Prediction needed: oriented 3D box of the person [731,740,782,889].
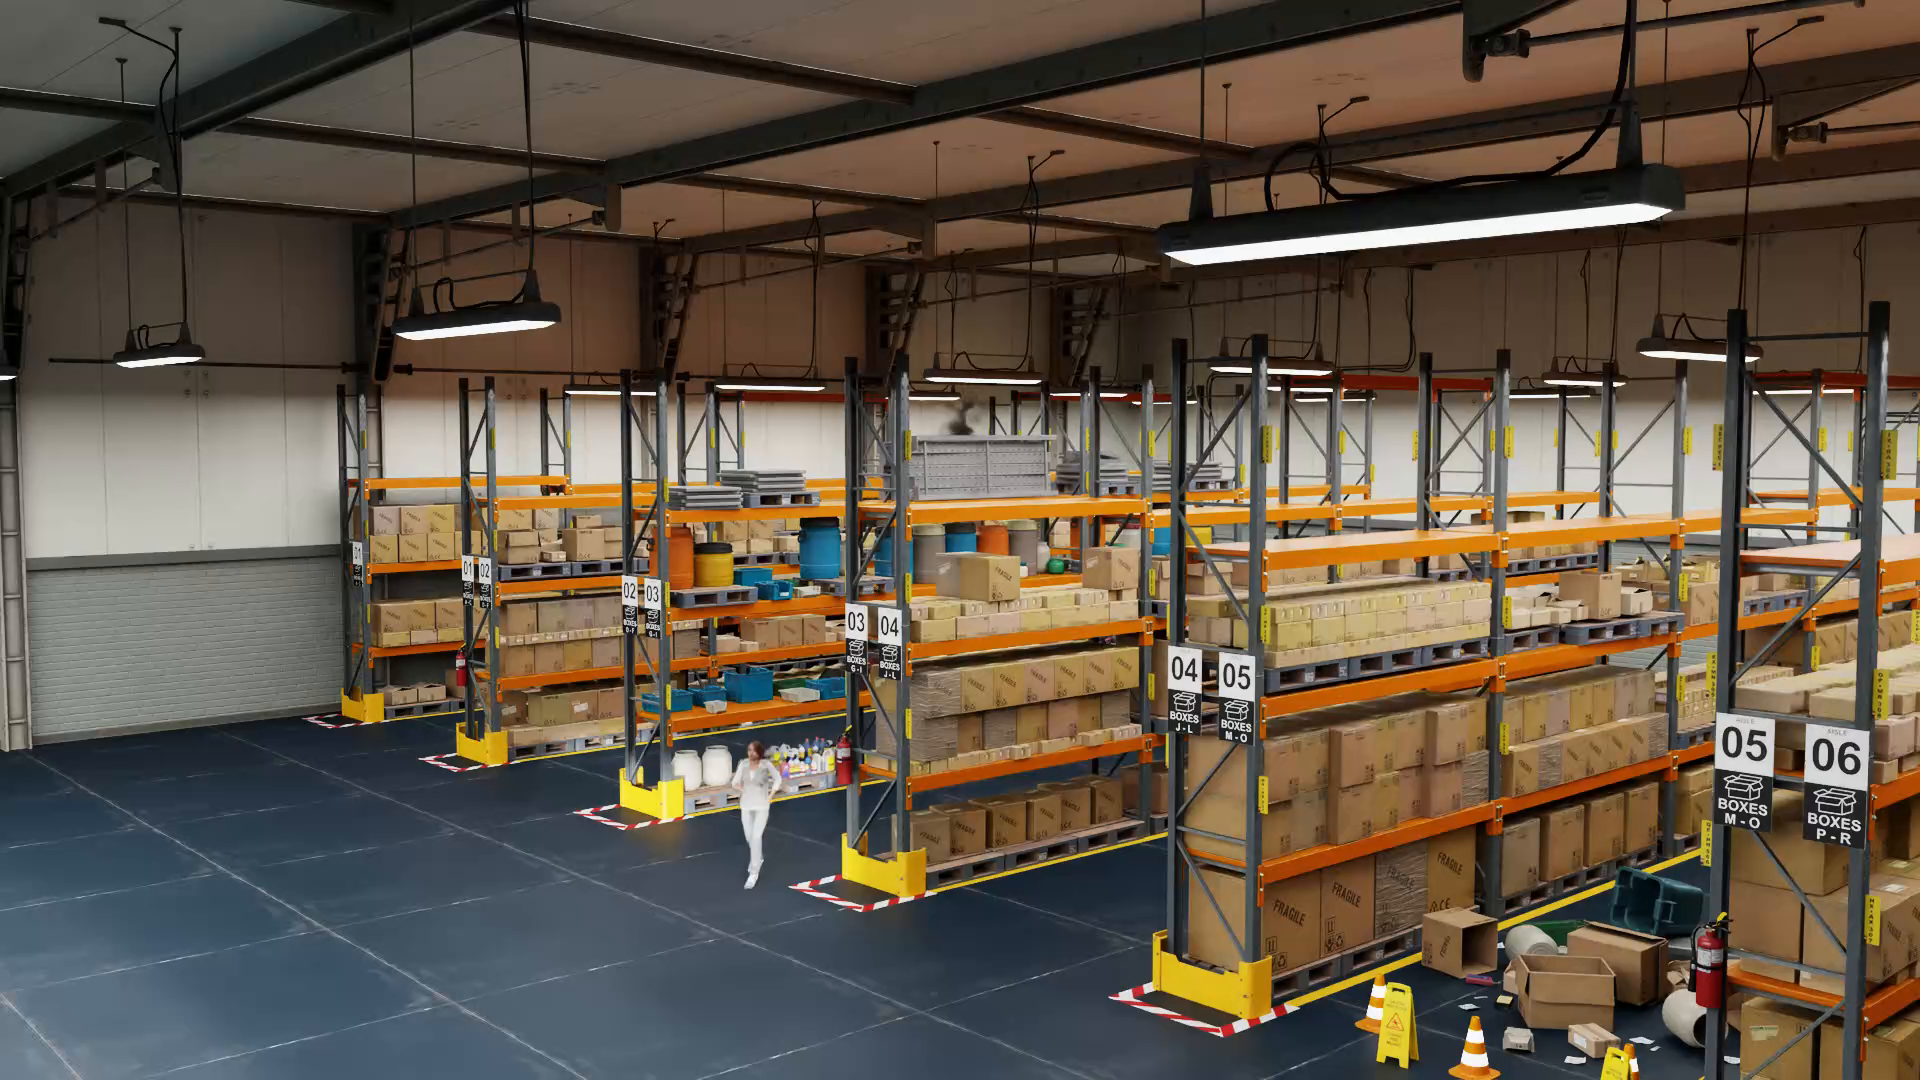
[{"bbox_3d":[-2.357,3.106,19.065,0.535,1.639,0.710,1,4,17],"label":"person"}]
